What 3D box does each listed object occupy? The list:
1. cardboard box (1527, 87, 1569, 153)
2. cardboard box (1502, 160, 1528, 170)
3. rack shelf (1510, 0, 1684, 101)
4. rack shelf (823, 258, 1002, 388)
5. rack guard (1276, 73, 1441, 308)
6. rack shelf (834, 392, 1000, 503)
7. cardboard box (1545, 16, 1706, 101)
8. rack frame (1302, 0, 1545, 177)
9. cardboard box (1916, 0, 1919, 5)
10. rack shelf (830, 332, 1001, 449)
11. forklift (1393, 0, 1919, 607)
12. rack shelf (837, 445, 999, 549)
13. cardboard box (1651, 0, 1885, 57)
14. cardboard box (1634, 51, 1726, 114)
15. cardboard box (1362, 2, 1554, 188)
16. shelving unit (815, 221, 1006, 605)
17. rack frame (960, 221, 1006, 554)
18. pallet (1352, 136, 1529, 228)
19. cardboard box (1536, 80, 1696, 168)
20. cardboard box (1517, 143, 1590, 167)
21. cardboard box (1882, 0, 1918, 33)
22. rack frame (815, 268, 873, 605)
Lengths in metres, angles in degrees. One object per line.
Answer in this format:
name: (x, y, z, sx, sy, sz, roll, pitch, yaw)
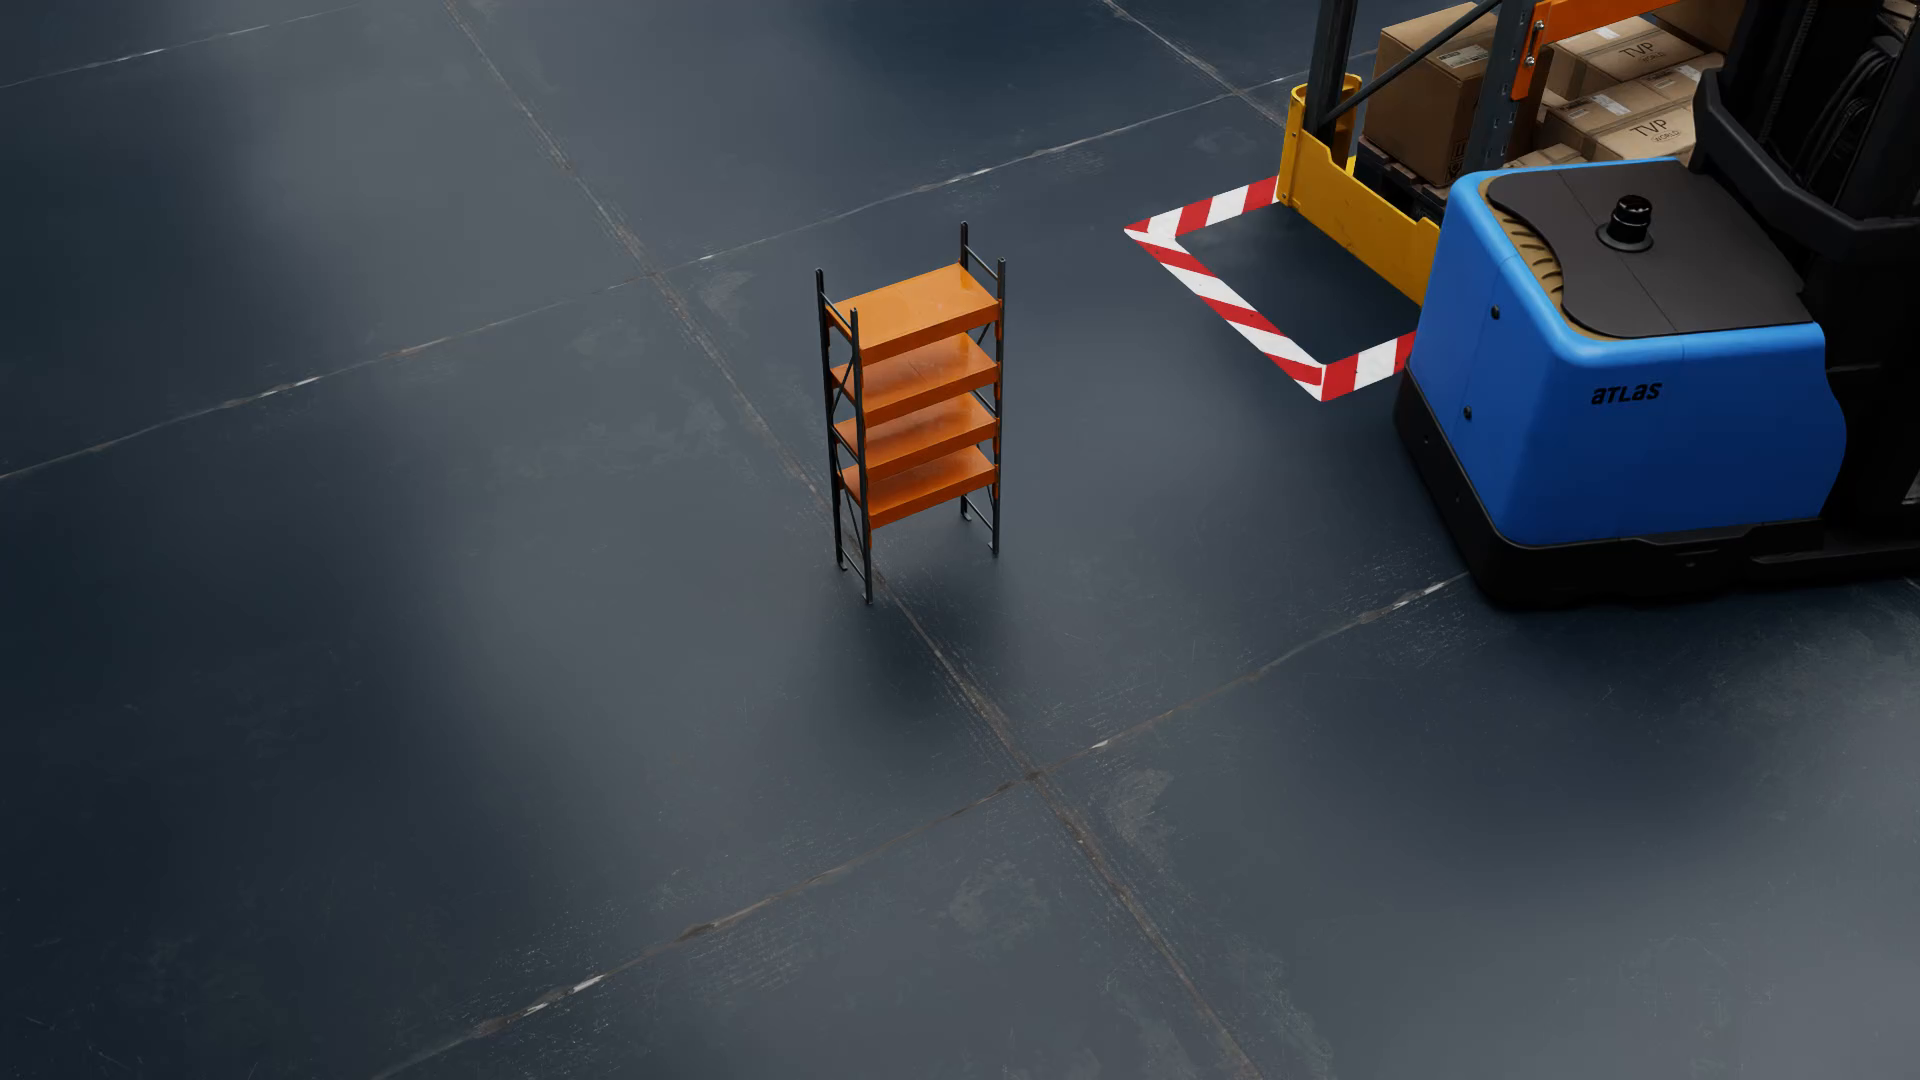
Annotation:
cardboard box: (2.483, -1.849, 7.220, 0.250, 0.166, 0.380, -22, 48, -21)
cardboard box: (2.273, -1.357, 6.725, 0.250, 0.149, 0.380, -22, 48, -21)
rack shelf: (3.473, -2.720, 6.915, 4.000, 0.370, 1.077, -22, 48, -21)
rack shelf: (-0.144, -0.655, 4.999, 0.480, 0.148, 0.258, -22, 48, -21)
rack guard: (1.805, -1.413, 6.847, 0.348, 0.500, 1.175, -22, 48, -21)
rack shelf: (-0.144, -0.325, 5.320, 0.480, 0.148, 0.258, -22, 48, -21)
cardboard box: (2.926, -2.104, 7.423, 0.500, 0.250, 0.500, -22, 48, -21)
rack frame: (1.739, -2.284, 5.950, 0.127, 3.000, 1.000, -22, 48, -21)
cardboard box: (4.854, -2.564, 7.717, 0.500, 0.500, 0.500, -22, 48, -21)
rack shelf: (-0.144, -0.485, 5.164, 0.480, 0.148, 0.258, -22, 48, -21)
forklift: (3.152, -1.301, 4.986, 3.031, 2.935, 1.130, -6, 44, -6)
rack shelf: (-0.144, -0.182, 5.458, 0.480, 0.148, 0.258, -22, 48, -21)
cardboard box: (3.580, -2.279, 7.421, 0.637, 0.503, 0.797, -22, 48, -21)
cardboard box: (3.218, -1.819, 7.129, 0.500, 0.250, 0.500, -22, 48, -21)
cardboard box: (2.087, -1.882, 7.015, 0.500, 0.500, 0.500, -22, 48, -21)
shelving unit: (-0.144, -0.373, 5.273, 0.503, 1.200, 0.258, -22, 48, -21)
rack frame: (0.068, -0.458, 5.360, 0.015, 1.200, 0.240, -22, 48, -21)
pallet: (2.495, -1.587, 7.234, 1.213, 0.211, 1.003, -22, 48, -21)
cardboard box: (2.785, -1.646, 6.951, 0.500, 0.250, 0.500, -22, 48, -21)
cardboard box: (2.490, -1.450, 6.808, 0.250, 0.166, 0.380, -22, 48, -21)
cardboard box: (4.204, -2.236, 7.515, 0.500, 0.311, 0.500, -22, 48, -21)
rack frame: (-0.355, -0.288, 5.186, 0.015, 1.200, 0.240, -22, 48, -21)
